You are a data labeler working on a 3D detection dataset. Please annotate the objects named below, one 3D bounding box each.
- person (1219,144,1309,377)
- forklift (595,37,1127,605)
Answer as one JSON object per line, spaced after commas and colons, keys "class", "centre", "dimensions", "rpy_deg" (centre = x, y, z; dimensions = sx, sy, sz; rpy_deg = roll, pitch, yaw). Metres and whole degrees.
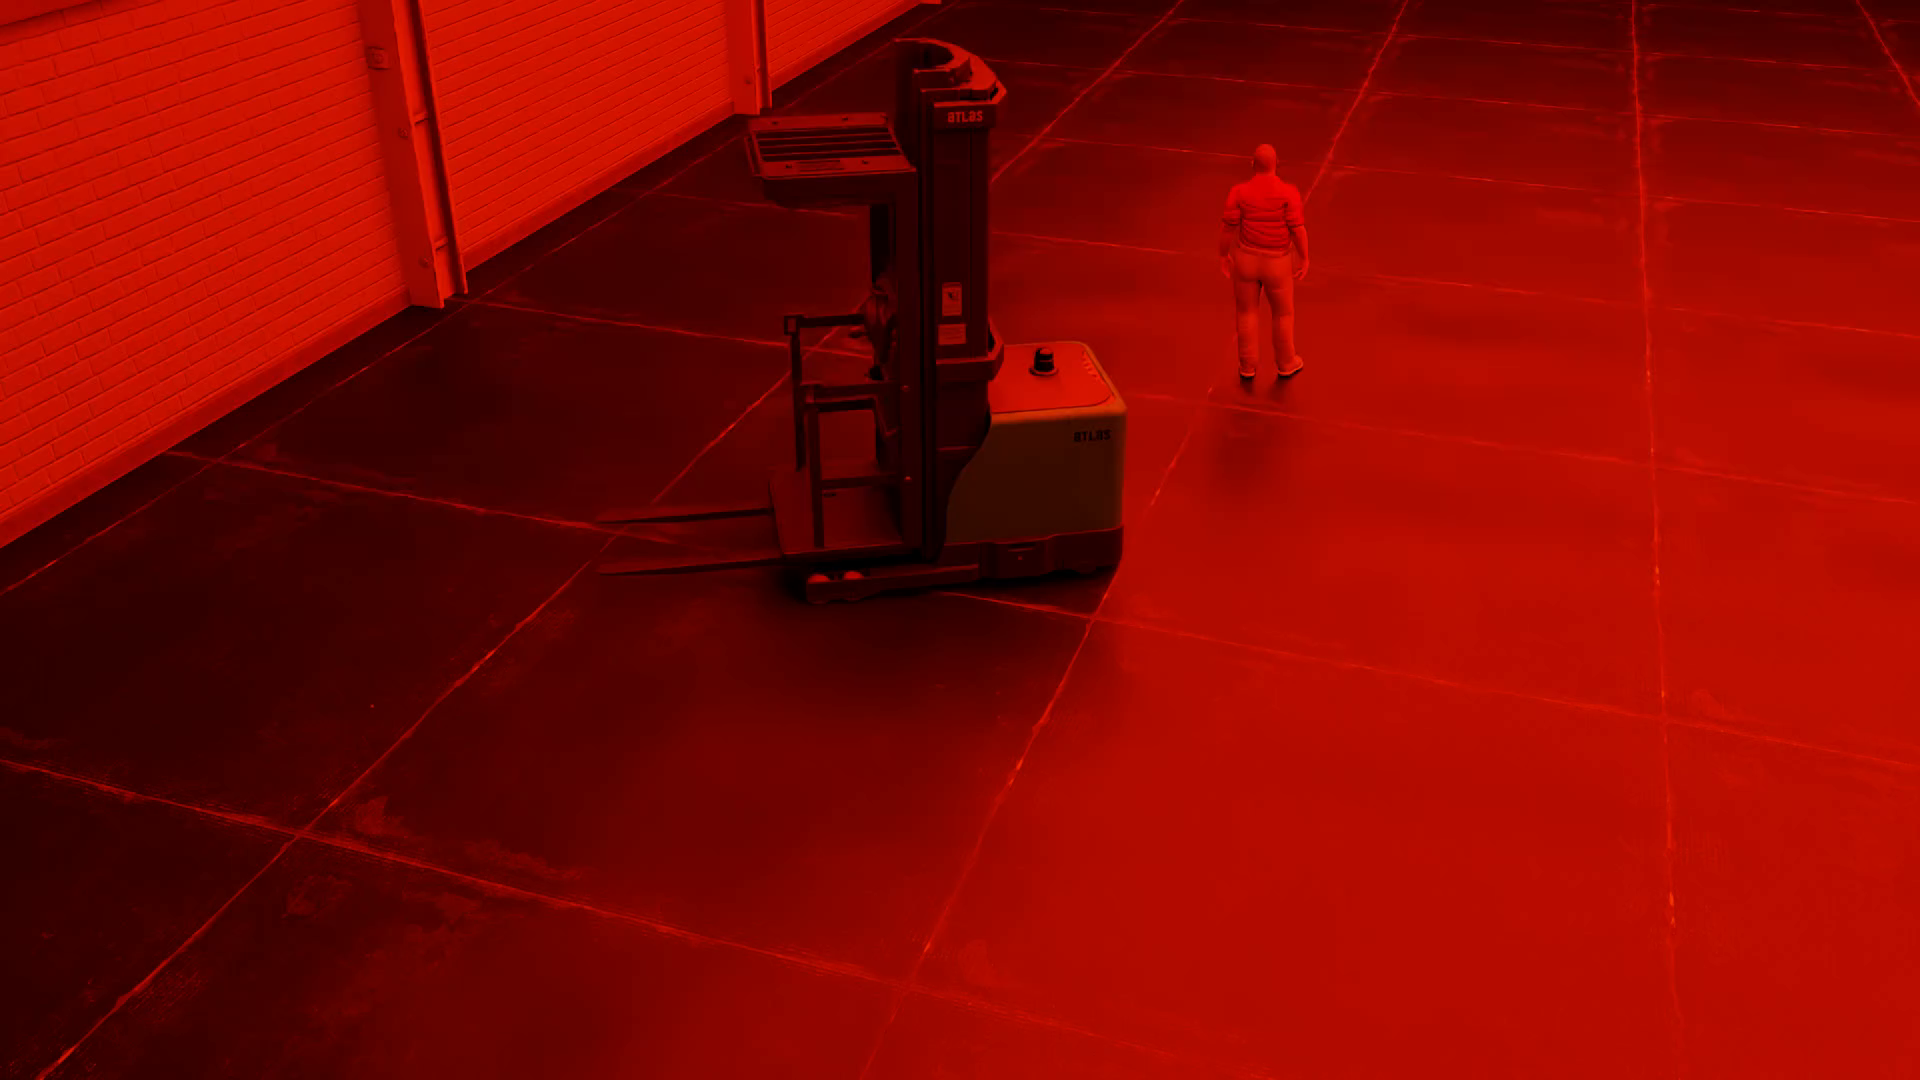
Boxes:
{"class": "person", "centre": [2.176, -1.995, 11.836], "dimensions": [0.640, 1.727, 0.551], "rpy_deg": [10, 31, 16]}
{"class": "forklift", "centre": [-0.617, -1.191, 9.225], "dimensions": [3.031, 2.935, 1.130], "rpy_deg": [-5, 30, -9]}
